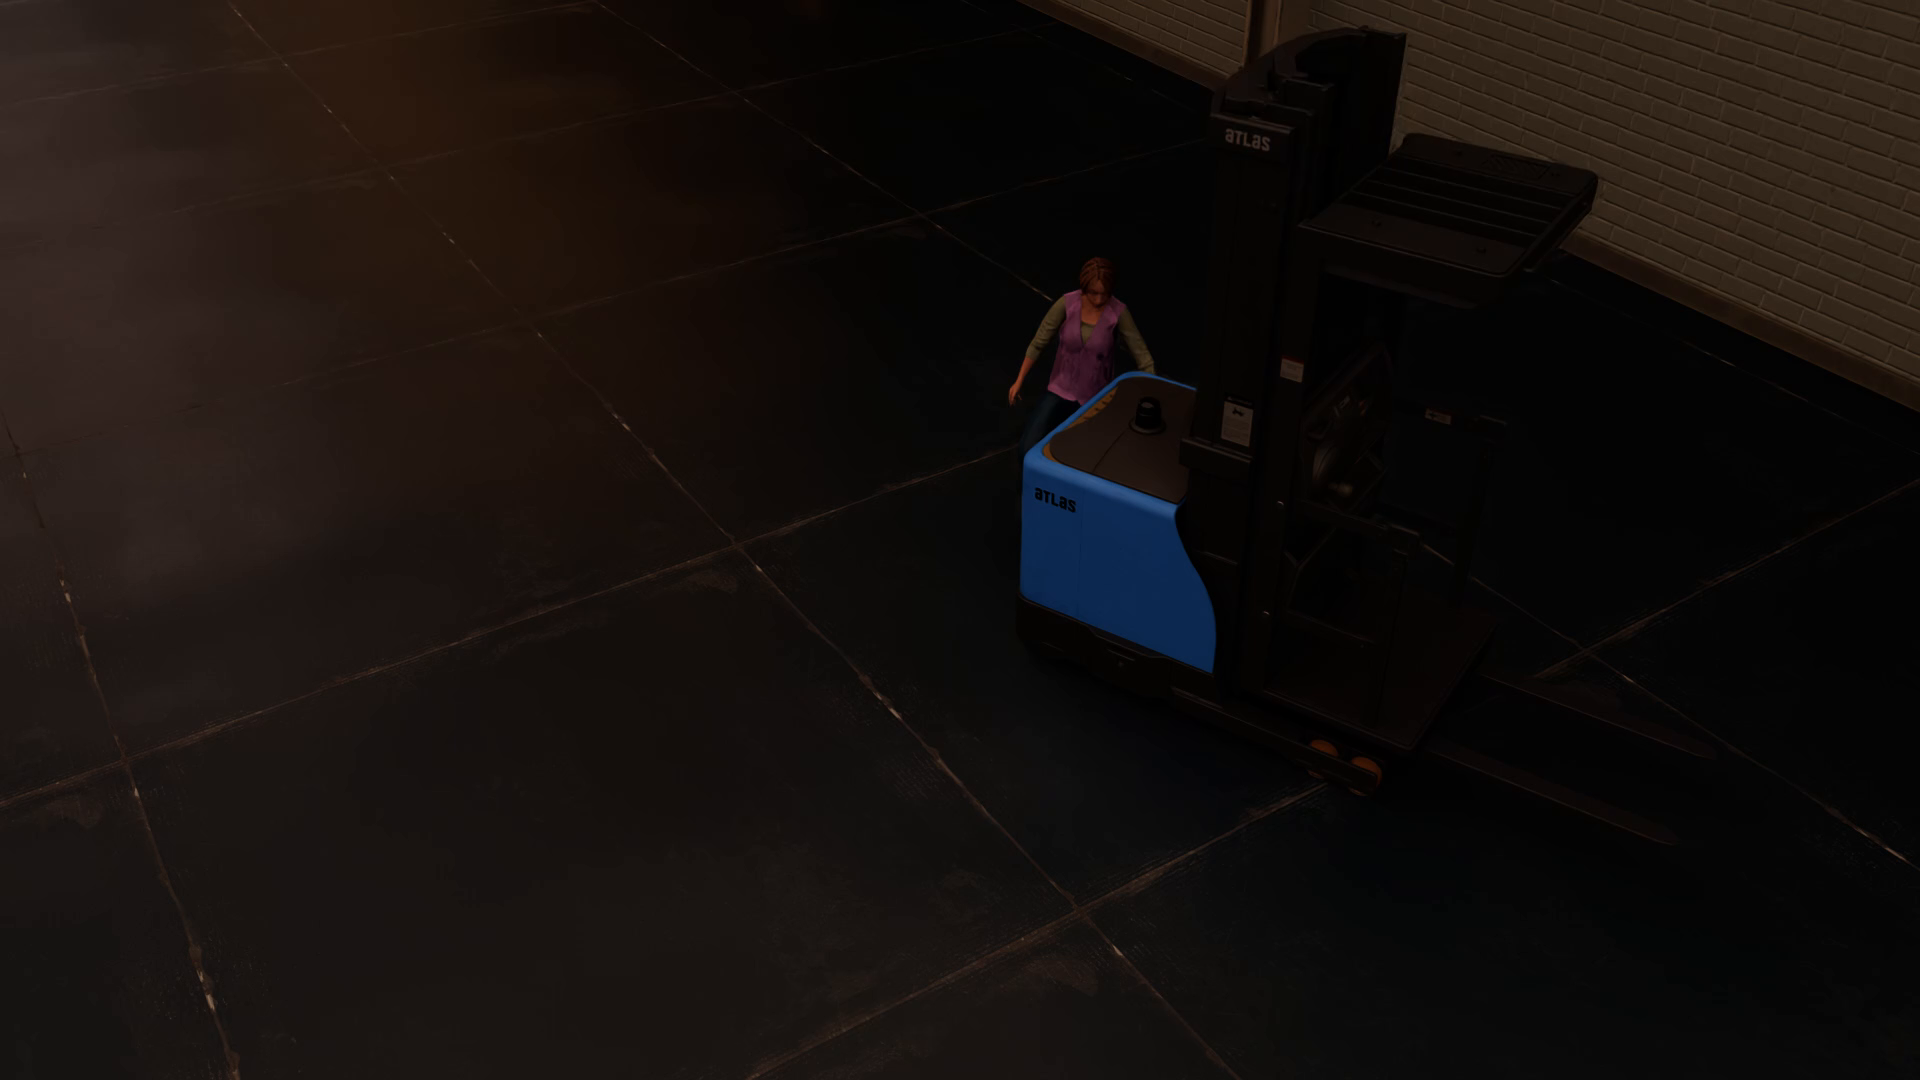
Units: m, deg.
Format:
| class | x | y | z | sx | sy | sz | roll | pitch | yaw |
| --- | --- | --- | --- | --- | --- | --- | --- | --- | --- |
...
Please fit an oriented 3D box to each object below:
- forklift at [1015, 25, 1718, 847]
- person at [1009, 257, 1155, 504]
| class | x | y | z | sx | sy | sz | roll | pitch | yaw |
| --- | --- | --- | --- | --- | --- | --- | --- | --- | --- |
| forklift | 1.771 | -0.452 | 6.791 | 3.031 | 2.935 | 1.130 | 21 | 40 | 27 |
| person | 0.650 | -0.742 | 8.494 | 0.803 | 1.484 | 0.580 | 7 | 36 | 9 |
